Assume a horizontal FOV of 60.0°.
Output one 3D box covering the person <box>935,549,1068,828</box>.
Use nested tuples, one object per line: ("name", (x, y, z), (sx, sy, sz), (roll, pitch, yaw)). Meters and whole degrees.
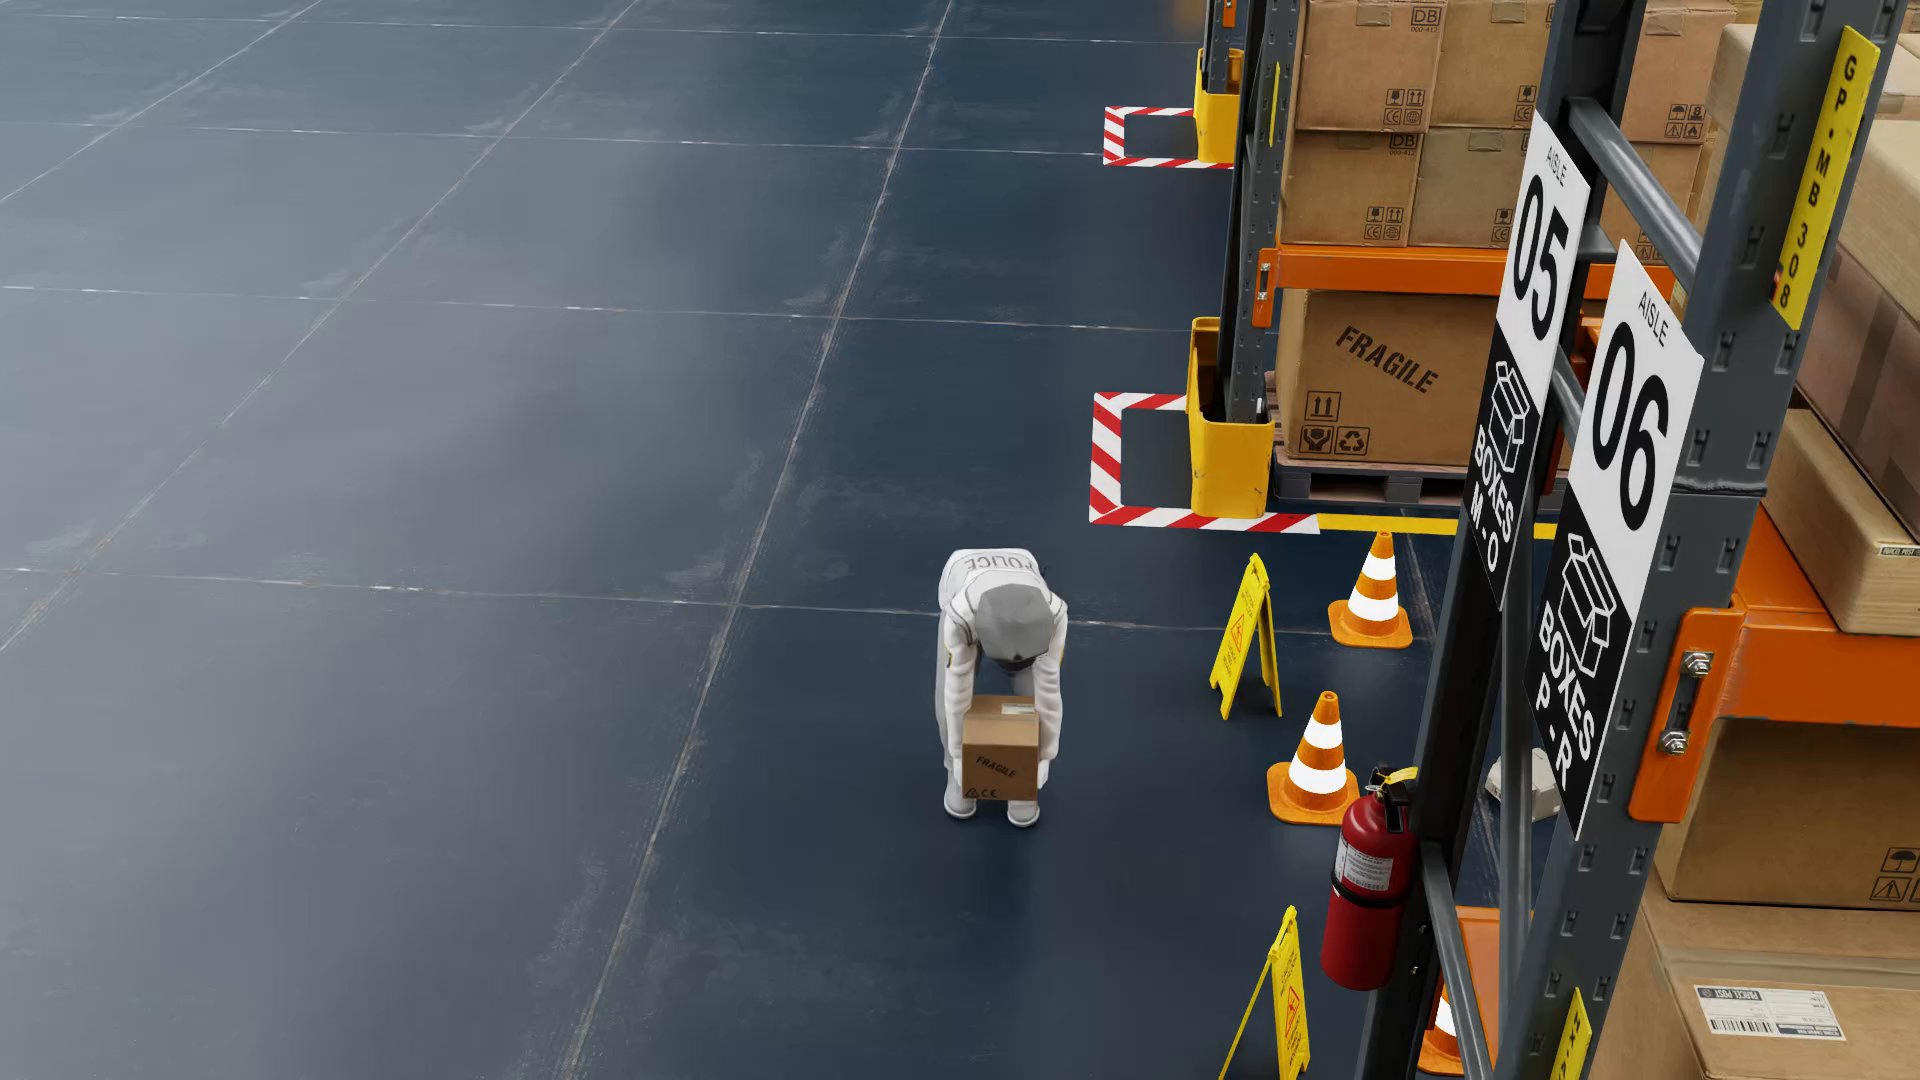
("person", (0.135, 0.528, 5.695), (0.426, 1.244, 0.895), (-2, 32, -3))
